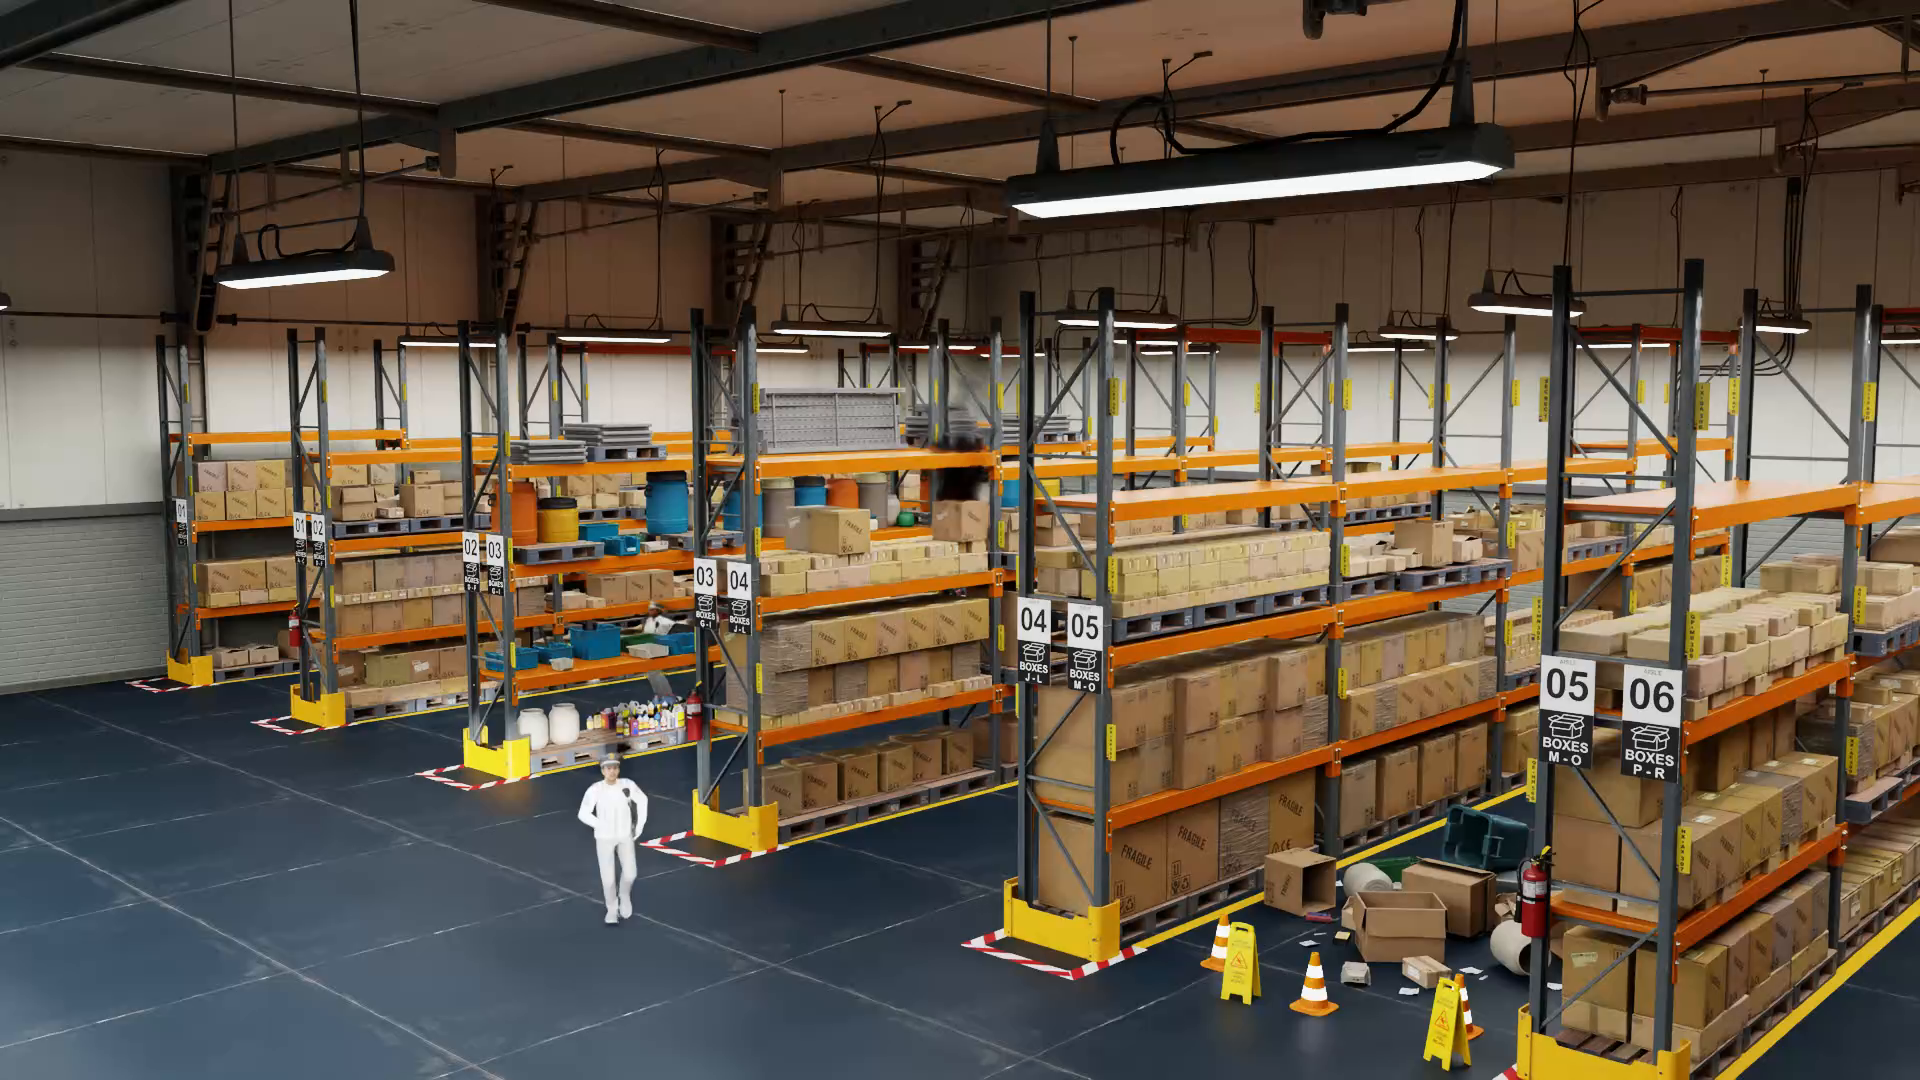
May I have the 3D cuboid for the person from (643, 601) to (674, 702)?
[{"bbox_3d":[-4.857,1.835,26.683,0.584,1.750,0.718,4,7,39],"label":"person"}]

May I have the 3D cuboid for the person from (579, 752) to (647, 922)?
[{"bbox_3d":[-3.278,2.840,15.812,0.671,1.668,0.562,-2,6,-19],"label":"person"}]
